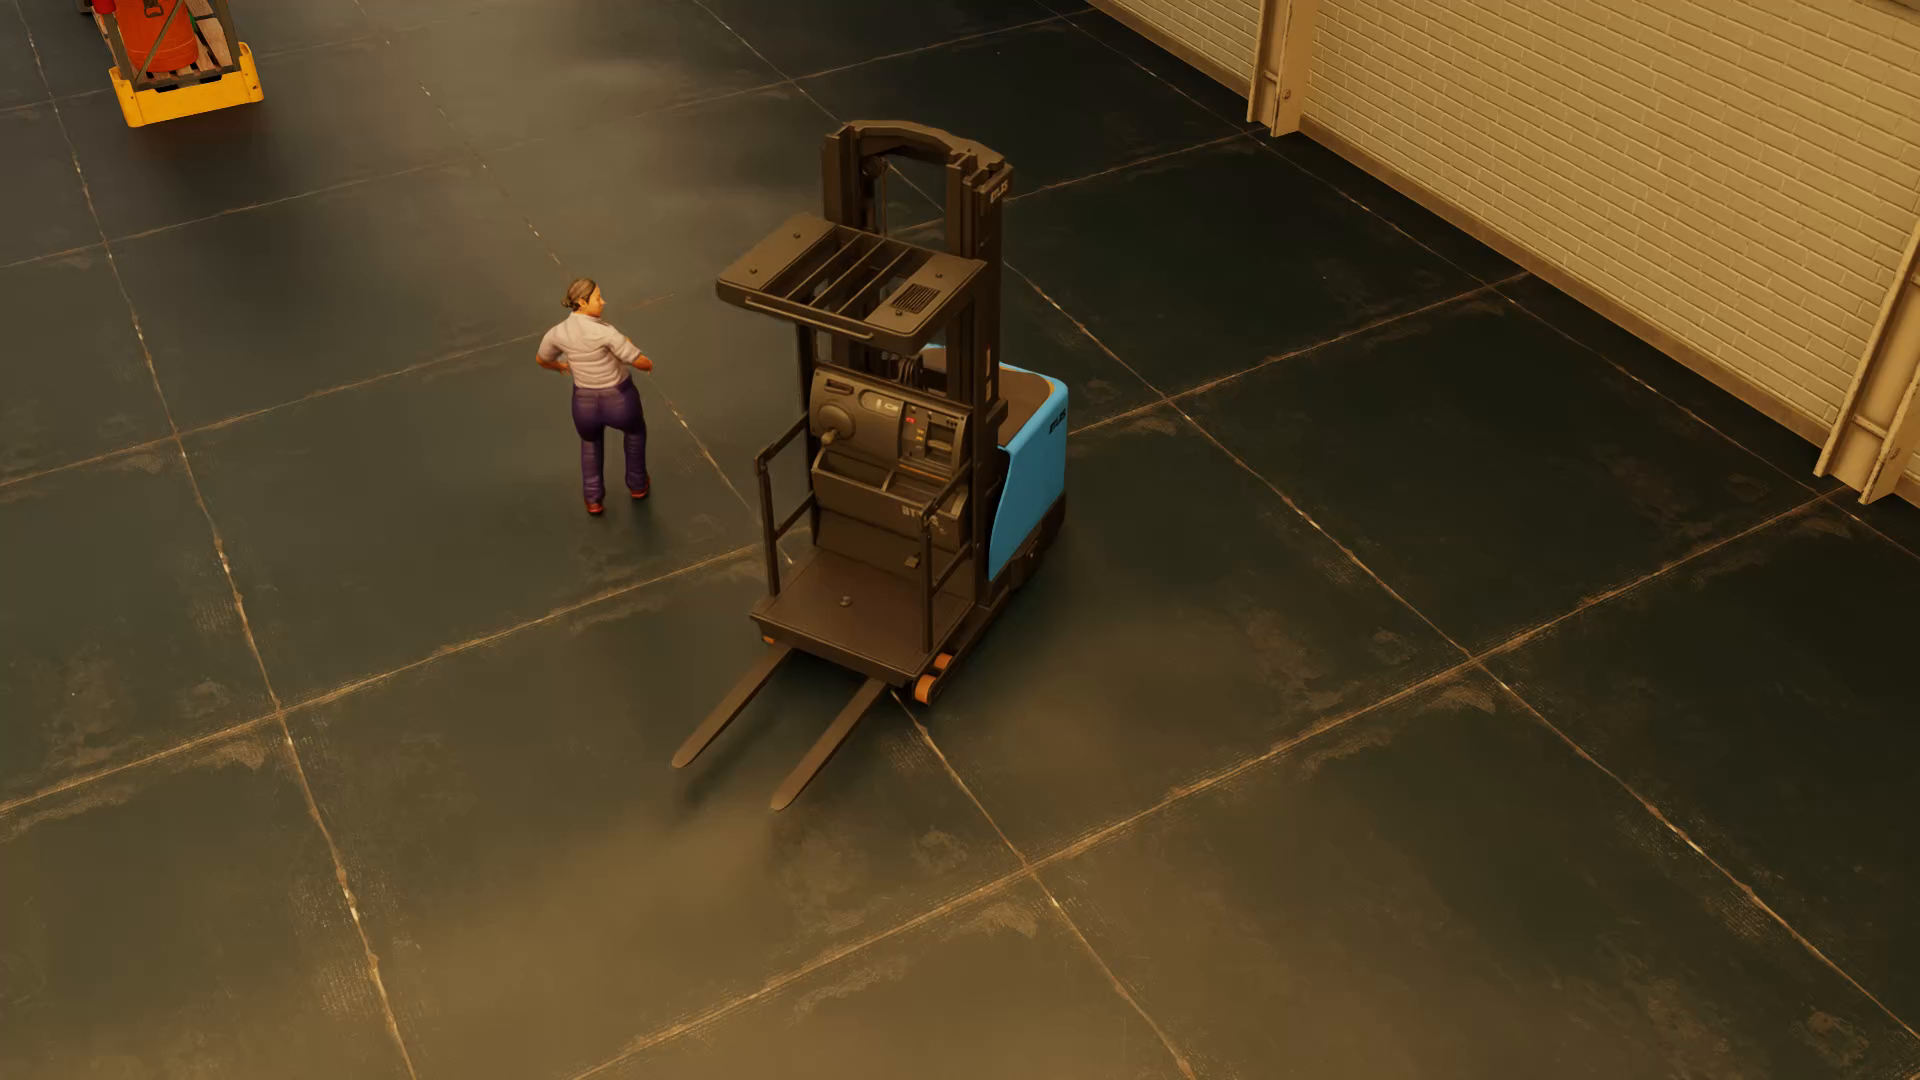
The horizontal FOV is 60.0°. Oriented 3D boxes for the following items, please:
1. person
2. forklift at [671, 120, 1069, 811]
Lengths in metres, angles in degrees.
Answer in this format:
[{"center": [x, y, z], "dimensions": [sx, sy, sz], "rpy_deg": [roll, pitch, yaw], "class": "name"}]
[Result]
[{"center": [-2.200, -0.889, 10.187], "dimensions": [0.720, 1.601, 0.541], "rpy_deg": [3, 40, 4], "class": "person"}, {"center": [-0.486, -0.549, 8.698], "dimensions": [1.130, 2.935, 3.031], "rpy_deg": [19, 43, 21], "class": "forklift"}]
